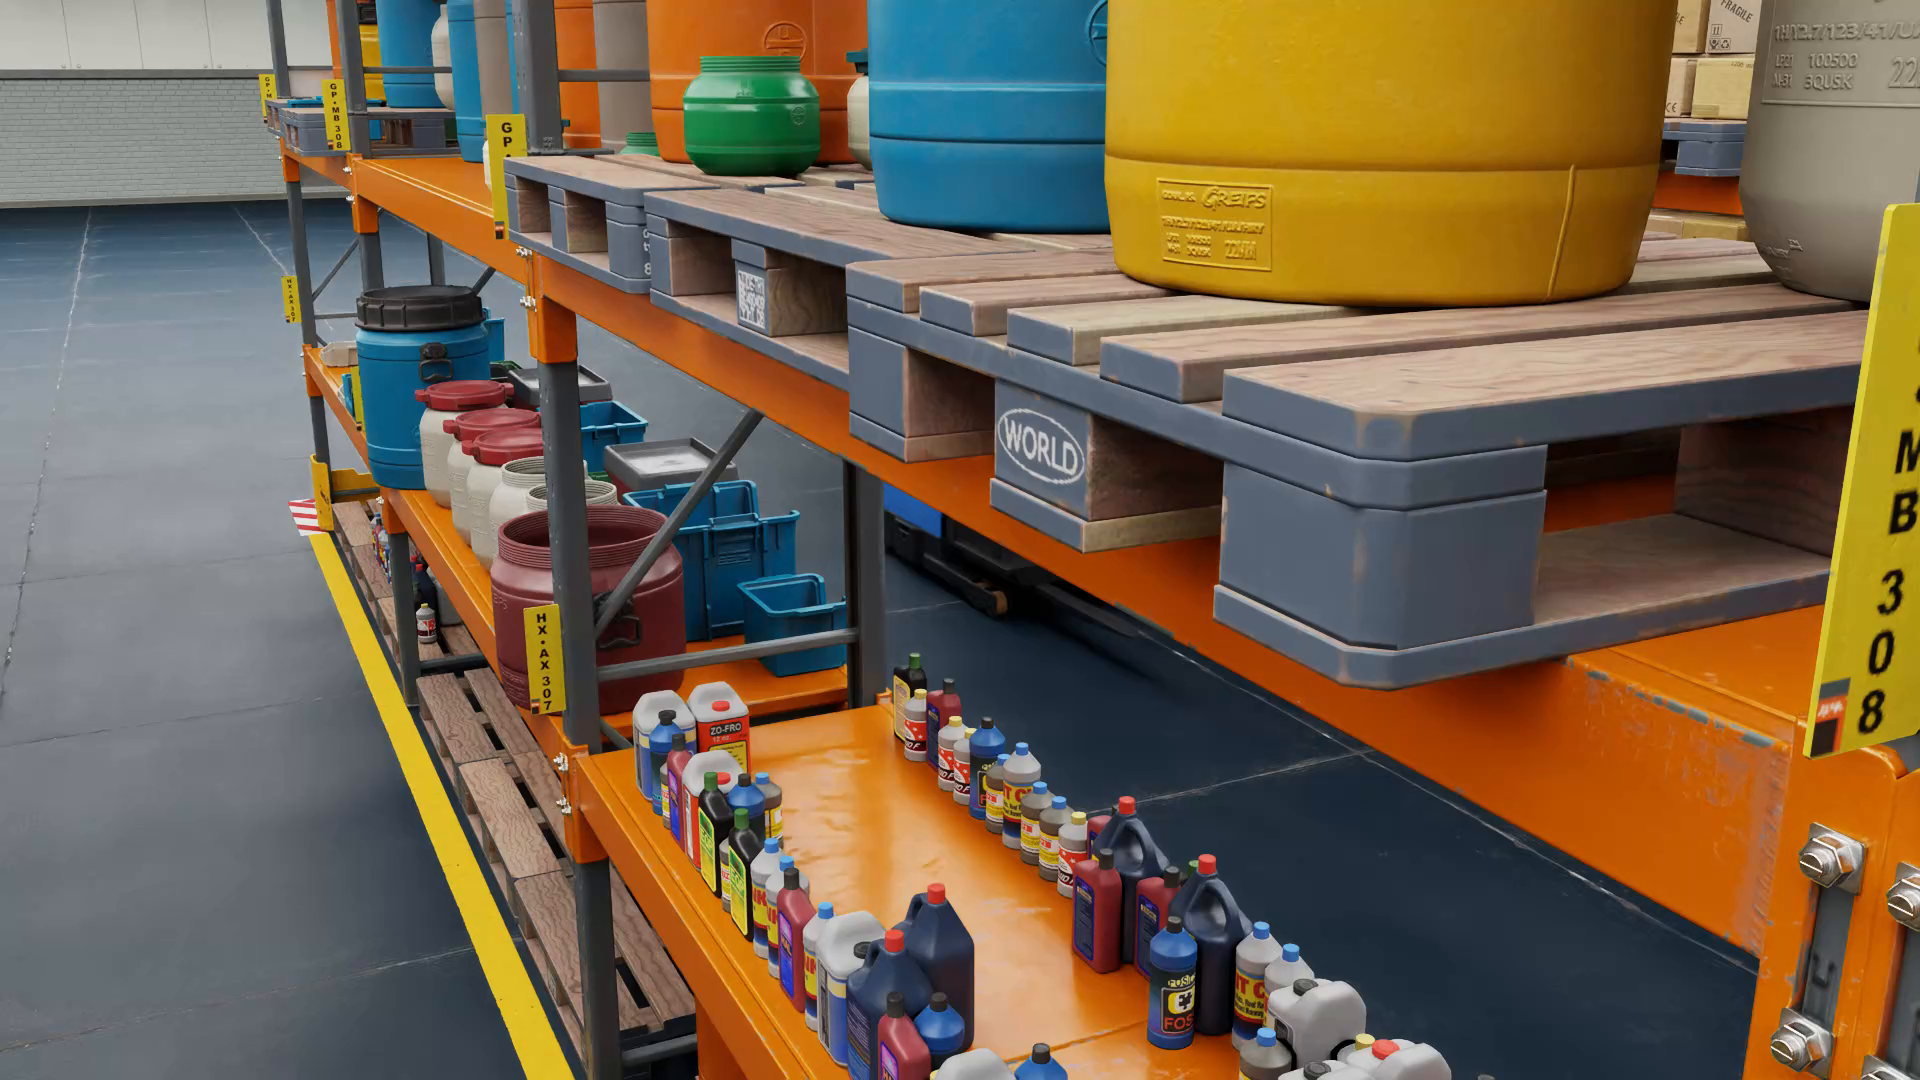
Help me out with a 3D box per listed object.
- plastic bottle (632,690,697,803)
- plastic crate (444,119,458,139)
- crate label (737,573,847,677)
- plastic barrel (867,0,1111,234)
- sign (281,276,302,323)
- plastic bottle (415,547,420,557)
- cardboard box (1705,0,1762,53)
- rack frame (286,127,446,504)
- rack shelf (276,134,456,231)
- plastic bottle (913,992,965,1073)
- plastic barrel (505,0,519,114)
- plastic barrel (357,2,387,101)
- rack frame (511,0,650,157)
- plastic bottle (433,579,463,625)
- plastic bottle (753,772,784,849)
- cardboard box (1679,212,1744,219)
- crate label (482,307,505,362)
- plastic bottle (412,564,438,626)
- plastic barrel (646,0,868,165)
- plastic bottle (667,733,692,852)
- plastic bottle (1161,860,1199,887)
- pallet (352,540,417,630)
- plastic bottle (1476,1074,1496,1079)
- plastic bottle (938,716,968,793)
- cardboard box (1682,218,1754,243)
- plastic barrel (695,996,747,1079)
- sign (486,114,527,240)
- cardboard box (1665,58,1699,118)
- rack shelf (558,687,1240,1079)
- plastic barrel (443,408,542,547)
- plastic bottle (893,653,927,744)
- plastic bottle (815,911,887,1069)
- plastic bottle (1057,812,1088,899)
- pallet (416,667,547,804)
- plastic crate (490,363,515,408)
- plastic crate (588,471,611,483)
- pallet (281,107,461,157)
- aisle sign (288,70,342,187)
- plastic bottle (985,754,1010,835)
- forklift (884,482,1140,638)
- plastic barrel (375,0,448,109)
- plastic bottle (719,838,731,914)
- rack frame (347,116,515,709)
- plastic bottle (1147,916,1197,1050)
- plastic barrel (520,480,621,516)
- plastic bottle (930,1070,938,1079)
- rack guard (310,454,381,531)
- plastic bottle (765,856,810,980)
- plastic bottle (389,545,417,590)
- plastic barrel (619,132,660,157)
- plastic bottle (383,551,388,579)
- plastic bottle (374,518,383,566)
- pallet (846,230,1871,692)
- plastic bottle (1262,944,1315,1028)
[{"bbox_3d":[-0.809,0.563,4.575,0.152,0.276,0.135,-8,18,-25],"label":"plastic bottle"},{"bbox_3d":[-2.907,-2.399,9.618,0.336,0.188,0.450,-8,18,-25],"label":"plastic crate"},{"bbox_3d":[-0.556,0.288,5.613,0.303,0.233,0.416,-8,18,-25],"label":"crate label"},{"bbox_3d":[0.159,-0.940,2.482,0.600,0.901,0.708,-8,18,-25],"label":"plastic barrel"},{"bbox_3d":[-4.709,-1.694,11.715,0.100,0.325,0.005,-8,18,-25],"label":"sign"},{"bbox_3d":[-3.200,0.153,9.906,0.061,0.283,0.133,-8,18,-25],"label":"plastic bottle"},{"bbox_3d":[5.982,-3.903,12.447,0.500,0.500,0.500,-9,18,-30],"label":"cardboard box"},{"bbox_3d":[-4.213,-1.627,11.981,1.000,3.000,0.127,-8,18,-25],"label":"rack frame"},{"bbox_3d":[-3.337,-2.227,9.938,1.077,0.370,4.000,-8,18,-25],"label":"rack shelf"},{"bbox_3d":[-0.040,0.980,3.132,0.097,0.271,0.097,0,16,0],"label":"plastic bottle"},{"bbox_3d":[-1.470,-1.893,6.563,0.600,0.901,0.708,-8,18,-25],"label":"plastic barrel"},{"bbox_3d":[-3.599,-3.093,10.552,0.600,0.588,0.600,0,16,0],"label":"plastic barrel"},{"bbox_3d":[-0.708,-2.527,4.241,1.000,3.000,0.127,-8,18,-25],"label":"rack frame"},{"bbox_3d":[-2.872,0.285,9.325,0.144,0.351,0.185,-8,18,-25],"label":"plastic bottle"},{"bbox_3d":[-0.503,0.694,4.255,0.097,0.201,0.097,0,16,0],"label":"plastic bottle"},{"bbox_3d":[6.204,-2.400,13.553,0.500,0.500,0.500,-8,18,-25],"label":"cardboard box"},{"bbox_3d":[-3.164,-1.220,10.499,0.502,0.435,0.616,-8,18,-25],"label":"crate label"},{"bbox_3d":[-3.002,0.302,9.264,0.144,0.351,0.185,-8,18,-26],"label":"plastic bottle"},{"bbox_3d":[-0.462,-1.352,4.046,0.600,0.830,0.708,-8,18,-25],"label":"plastic barrel"},{"bbox_3d":[-0.706,0.647,4.271,0.061,0.283,0.133,-8,18,-25],"label":"plastic bottle"},{"bbox_3d":[0.493,0.824,3.652,0.061,0.283,0.133,-8,18,-25],"label":"plastic bottle"},{"bbox_3d":[-3.256,0.231,10.563,1.003,0.211,1.213,-8,18,-25],"label":"pallet"},{"bbox_3d":[0.878,1.042,2.892,0.061,0.283,0.133,-8,18,-25],"label":"plastic bottle"},{"bbox_3d":[-0.012,0.589,4.619,0.097,0.201,0.097,0,16,0],"label":"plastic bottle"},{"bbox_3d":[5.960,-2.210,12.889,0.500,0.500,0.500,-8,18,-25],"label":"cardboard box"},{"bbox_3d":[-0.479,1.318,4.894,0.600,0.830,0.708,-8,18,-25],"label":"plastic barrel"},{"bbox_3d":[-1.200,-0.966,4.431,0.100,0.325,0.005,-8,18,-25],"label":"sign"},{"bbox_3d":[3.251,-2.046,7.514,0.500,0.250,0.500,-7,17,-23],"label":"cardboard box"},{"bbox_3d":[0.168,1.199,3.439,1.077,0.370,4.000,-8,18,-25],"label":"rack shelf"},{"bbox_3d":[-1.917,-0.254,6.953,0.433,0.535,0.433,0,16,0],"label":"plastic barrel"},{"bbox_3d":[-0.148,0.462,4.915,0.061,0.283,0.133,-8,18,-25],"label":"plastic bottle"},{"bbox_3d":[-0.202,0.907,3.377,0.152,0.276,0.135,-8,18,-25],"label":"plastic bottle"},{"bbox_3d":[0.286,0.758,4.030,0.097,0.201,0.097,0,16,0],"label":"plastic bottle"},{"bbox_3d":[-2.082,0.896,8.247,1.003,0.211,1.213,-8,18,-25],"label":"pallet"},{"bbox_3d":[-2.576,-0.750,9.039,0.767,0.338,0.504,-8,18,-25],"label":"plastic crate"},{"bbox_3d":[-1.444,-0.135,7.168,0.450,0.188,0.662,-8,18,-25],"label":"plastic crate"},{"bbox_3d":[-2.865,-2.153,8.719,1.213,0.211,1.003,-8,18,-25],"label":"pallet"},{"bbox_3d":[-4.508,-2.859,11.561,0.394,0.787,0.004,-8,18,-25],"label":"aisle sign"},{"bbox_3d":[0.116,0.662,4.367,0.097,0.201,0.097,0,16,0],"label":"plastic bottle"},{"bbox_3d":[0.535,-1.077,10.190,1.130,2.935,3.031,-8,18,-26],"label":"forklift"},{"bbox_3d":[-2.801,-2.779,8.889,0.600,0.901,0.708,-8,18,-25],"label":"plastic barrel"},{"bbox_3d":[-0.522,0.779,3.959,0.097,0.201,0.097,0,16,0],"label":"plastic bottle"},{"bbox_3d":[-2.461,-0.635,8.525,1.000,3.000,0.127,-8,18,-25],"label":"rack frame"},{"bbox_3d":[0.435,0.900,3.410,0.097,0.271,0.097,0,16,0],"label":"plastic bottle"},{"bbox_3d":[-1.351,0.074,5.852,0.421,0.512,0.421,0,16,0],"label":"plastic barrel"},{"bbox_3d":[-0.036,1.054,3.001,0.097,0.201,0.097,0,16,0],"label":"plastic bottle"},{"bbox_3d":[-4.137,-0.412,12.280,1.175,0.500,0.348,-8,18,-25],"label":"rack guard"},{"bbox_3d":[-0.378,0.827,3.666,0.097,0.271,0.097,0,16,0],"label":"plastic bottle"},{"bbox_3d":[-3.295,0.170,9.862,0.152,0.276,0.135,-7,18,-24],"label":"plastic bottle"},{"bbox_3d":[-0.862,-1.065,4.868,0.294,0.245,0.294,0,16,0],"label":"plastic barrel"},{"bbox_3d":[-3.462,0.129,10.140,0.097,0.201,0.097,0,16,0],"label":"plastic bottle"},{"bbox_3d":[-3.616,0.013,10.394,0.061,0.283,0.133,-7,18,-24],"label":"plastic bottle"},{"bbox_3d":[0.613,-0.185,1.861,1.213,0.211,1.003,-8,18,-25],"label":"pallet"},{"bbox_3d":[0.650,0.931,3.302,0.097,0.271,0.097,0,16,0],"label":"plastic bottle"}]
